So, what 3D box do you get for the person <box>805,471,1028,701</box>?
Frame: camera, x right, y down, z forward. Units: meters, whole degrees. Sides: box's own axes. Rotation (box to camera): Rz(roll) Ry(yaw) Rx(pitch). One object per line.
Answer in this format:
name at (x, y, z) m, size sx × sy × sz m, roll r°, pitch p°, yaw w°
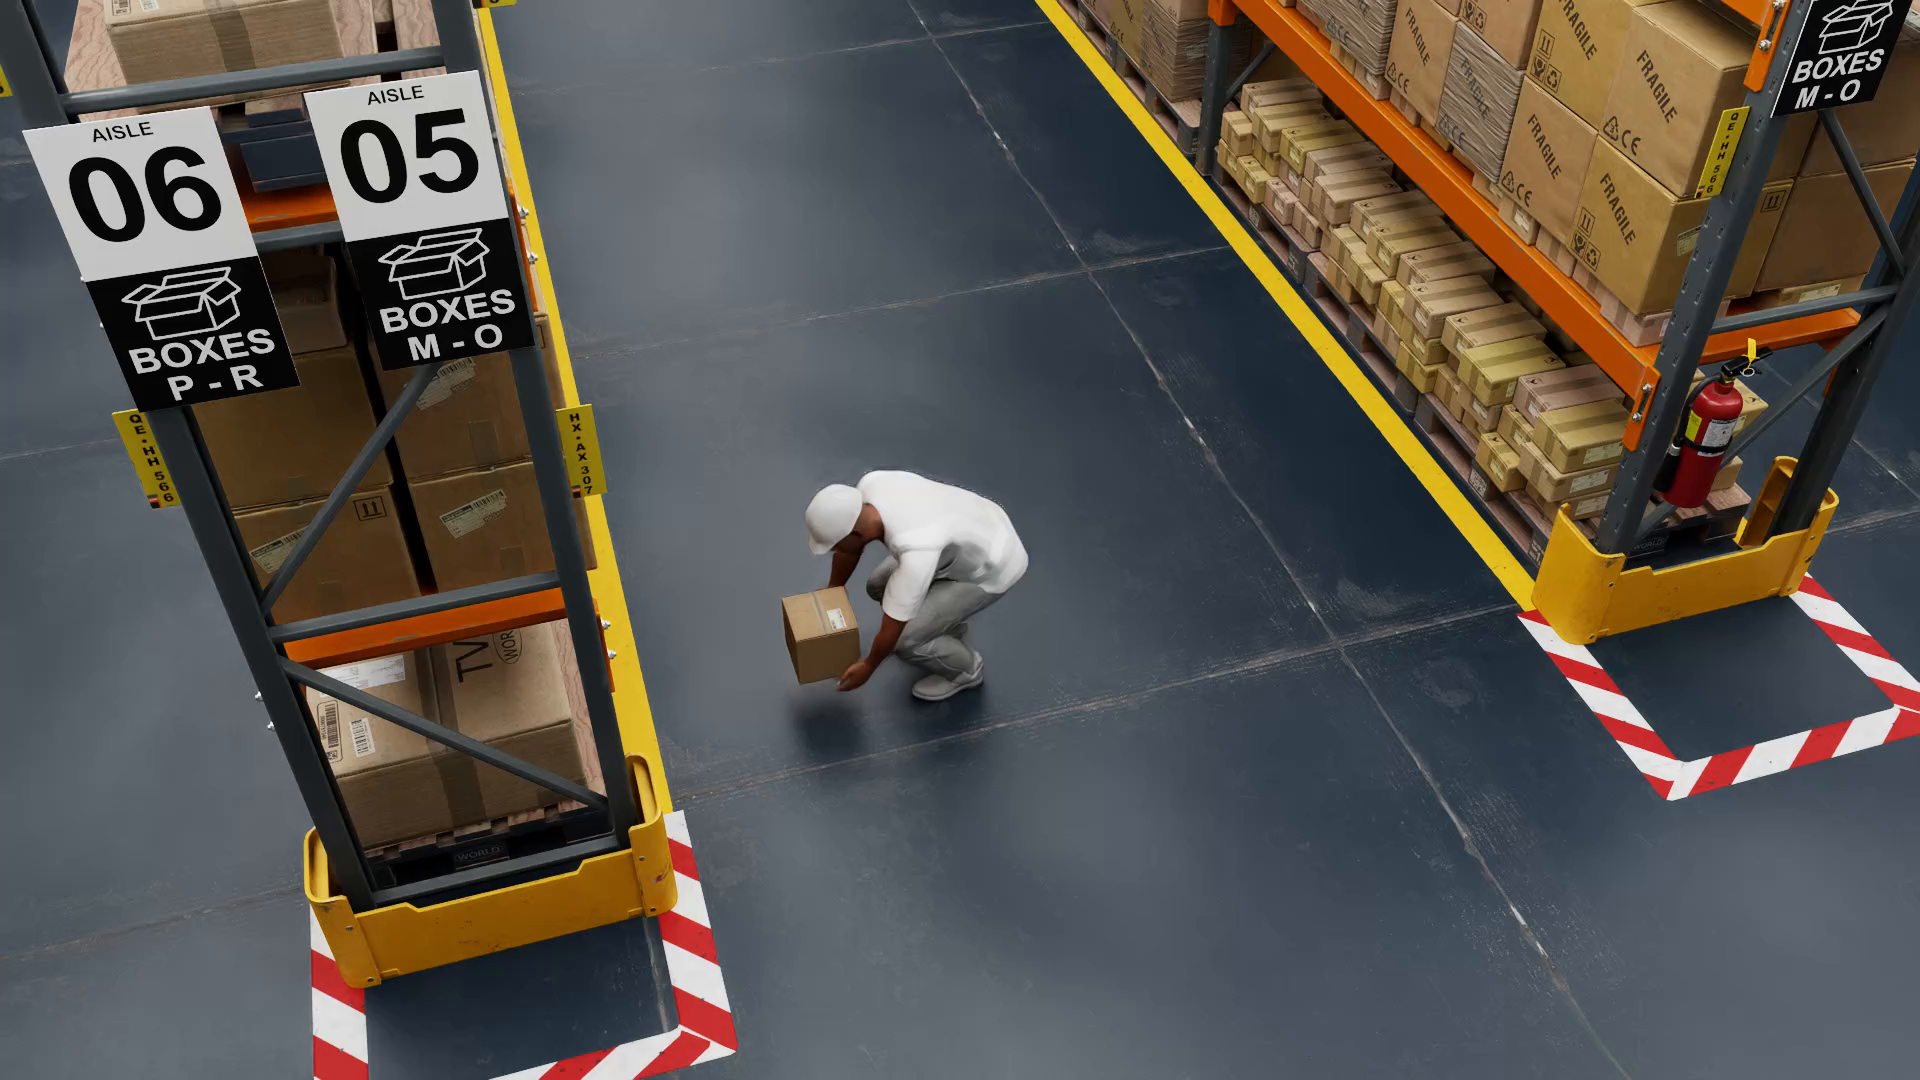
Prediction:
person at (-0.160, 0.157, 6.461) m, size 0.860 × 1.111 × 0.603 m, roll -12°, pitch 43°, yaw -13°
